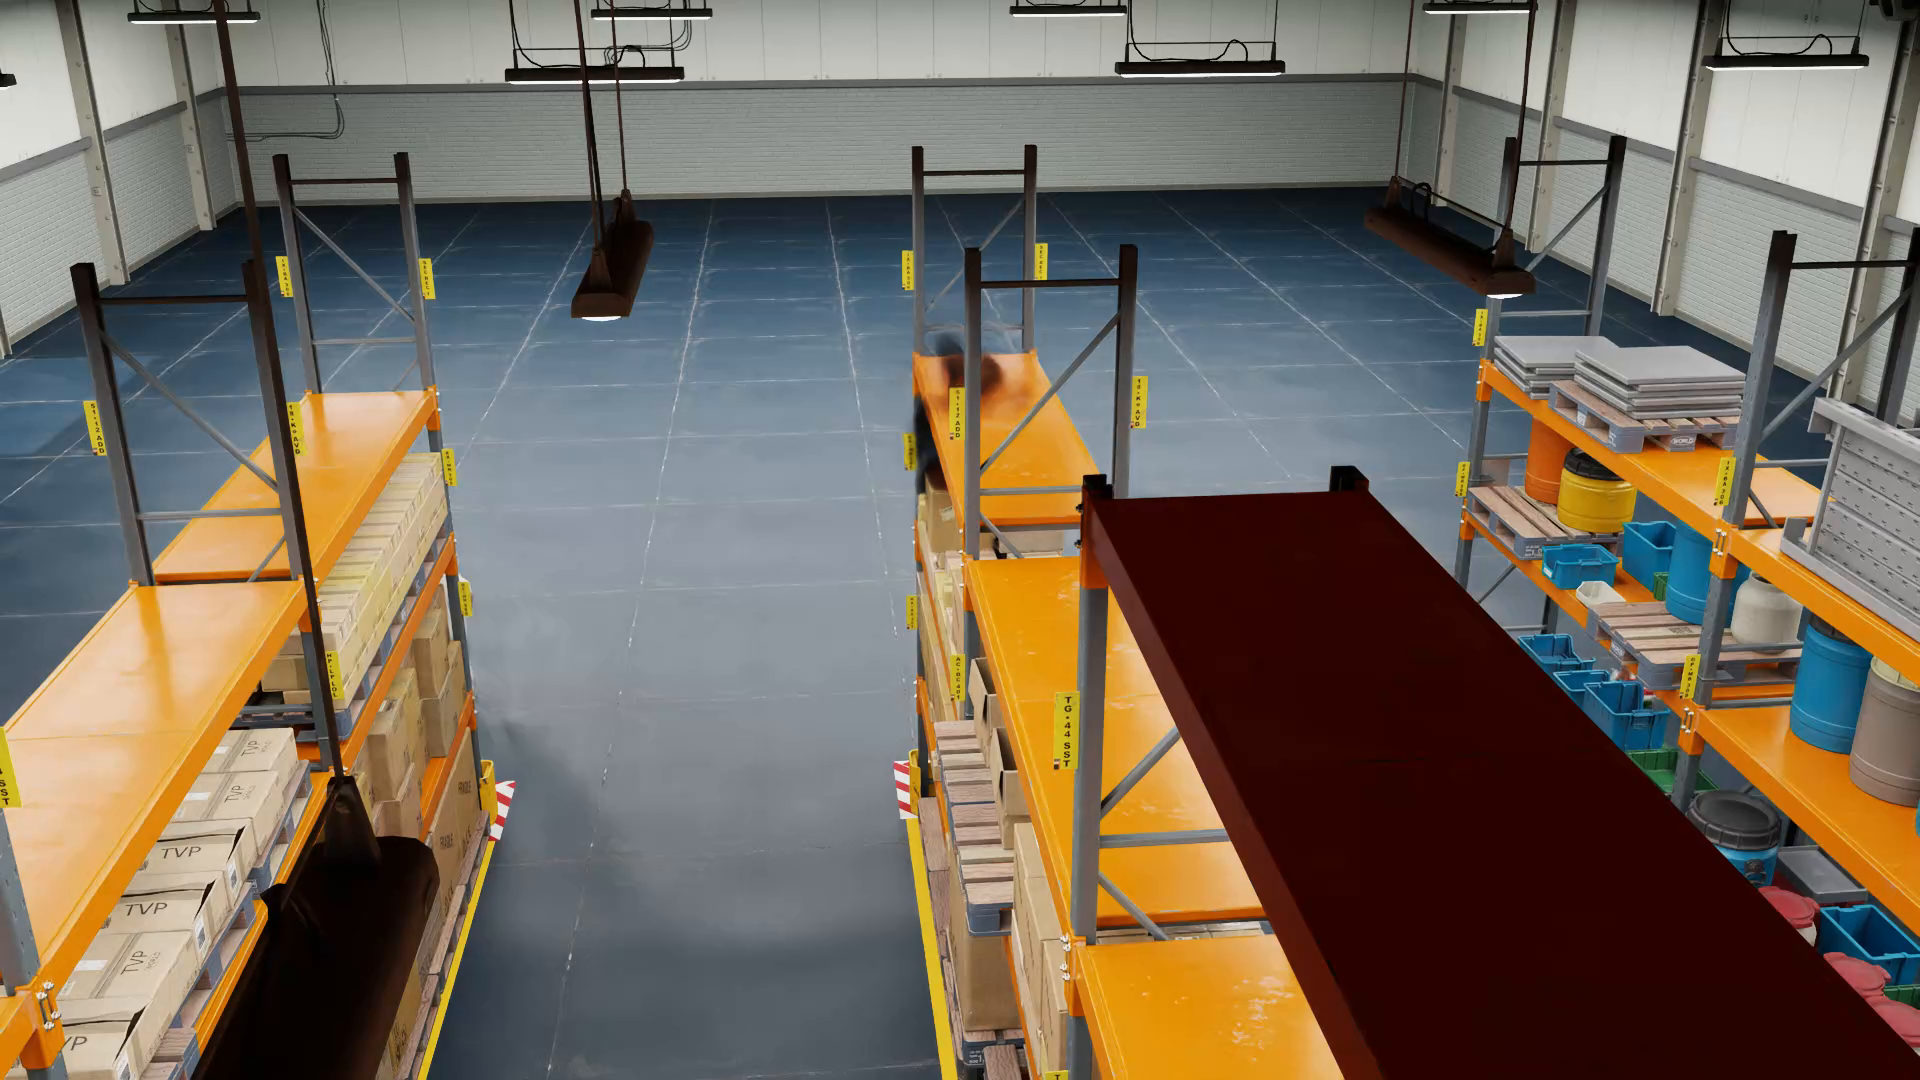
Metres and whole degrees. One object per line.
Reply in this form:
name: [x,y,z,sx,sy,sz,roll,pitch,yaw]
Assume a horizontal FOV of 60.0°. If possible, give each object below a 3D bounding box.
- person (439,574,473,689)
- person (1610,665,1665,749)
person: [-5.365,0.865,17.082,0.587,1.735,0.636,18,28,37]
person: [6.394,1.437,15.670,0.657,1.743,0.550,-8,23,-19]
